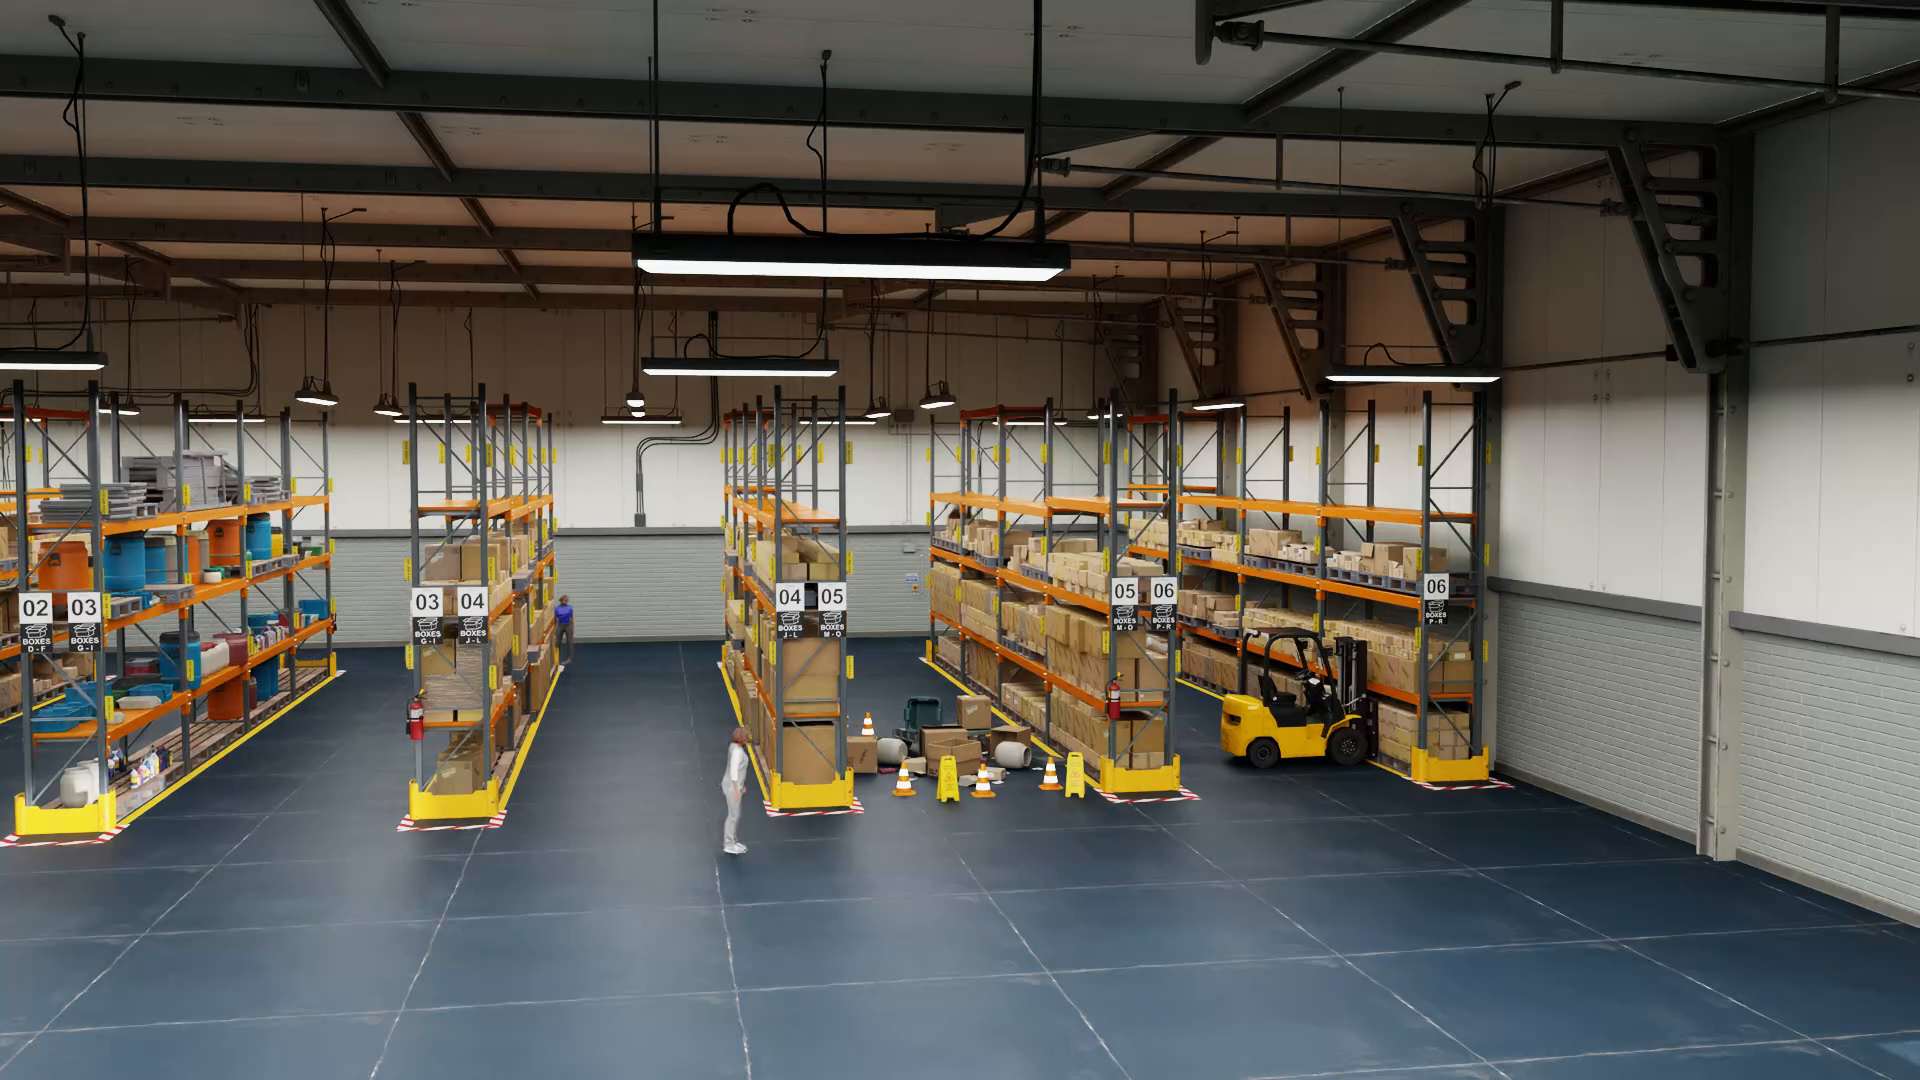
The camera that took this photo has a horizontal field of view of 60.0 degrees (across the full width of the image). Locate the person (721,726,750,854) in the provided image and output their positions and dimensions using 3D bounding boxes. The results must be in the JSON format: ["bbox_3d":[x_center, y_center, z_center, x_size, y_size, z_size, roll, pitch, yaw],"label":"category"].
[{"bbox_3d":[-2.832,3.147,20.971,0.367,1.606,0.441,0,3,-5],"label":"person"}]

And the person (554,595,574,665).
[{"bbox_3d":[-9.509,2.148,39.875,0.485,1.674,0.344,-1,3,-16],"label":"person"}]

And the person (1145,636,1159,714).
[{"bbox_3d":[3.322,2.608,29.821,0.597,1.794,0.693,-1,3,-13],"label":"person"}]
